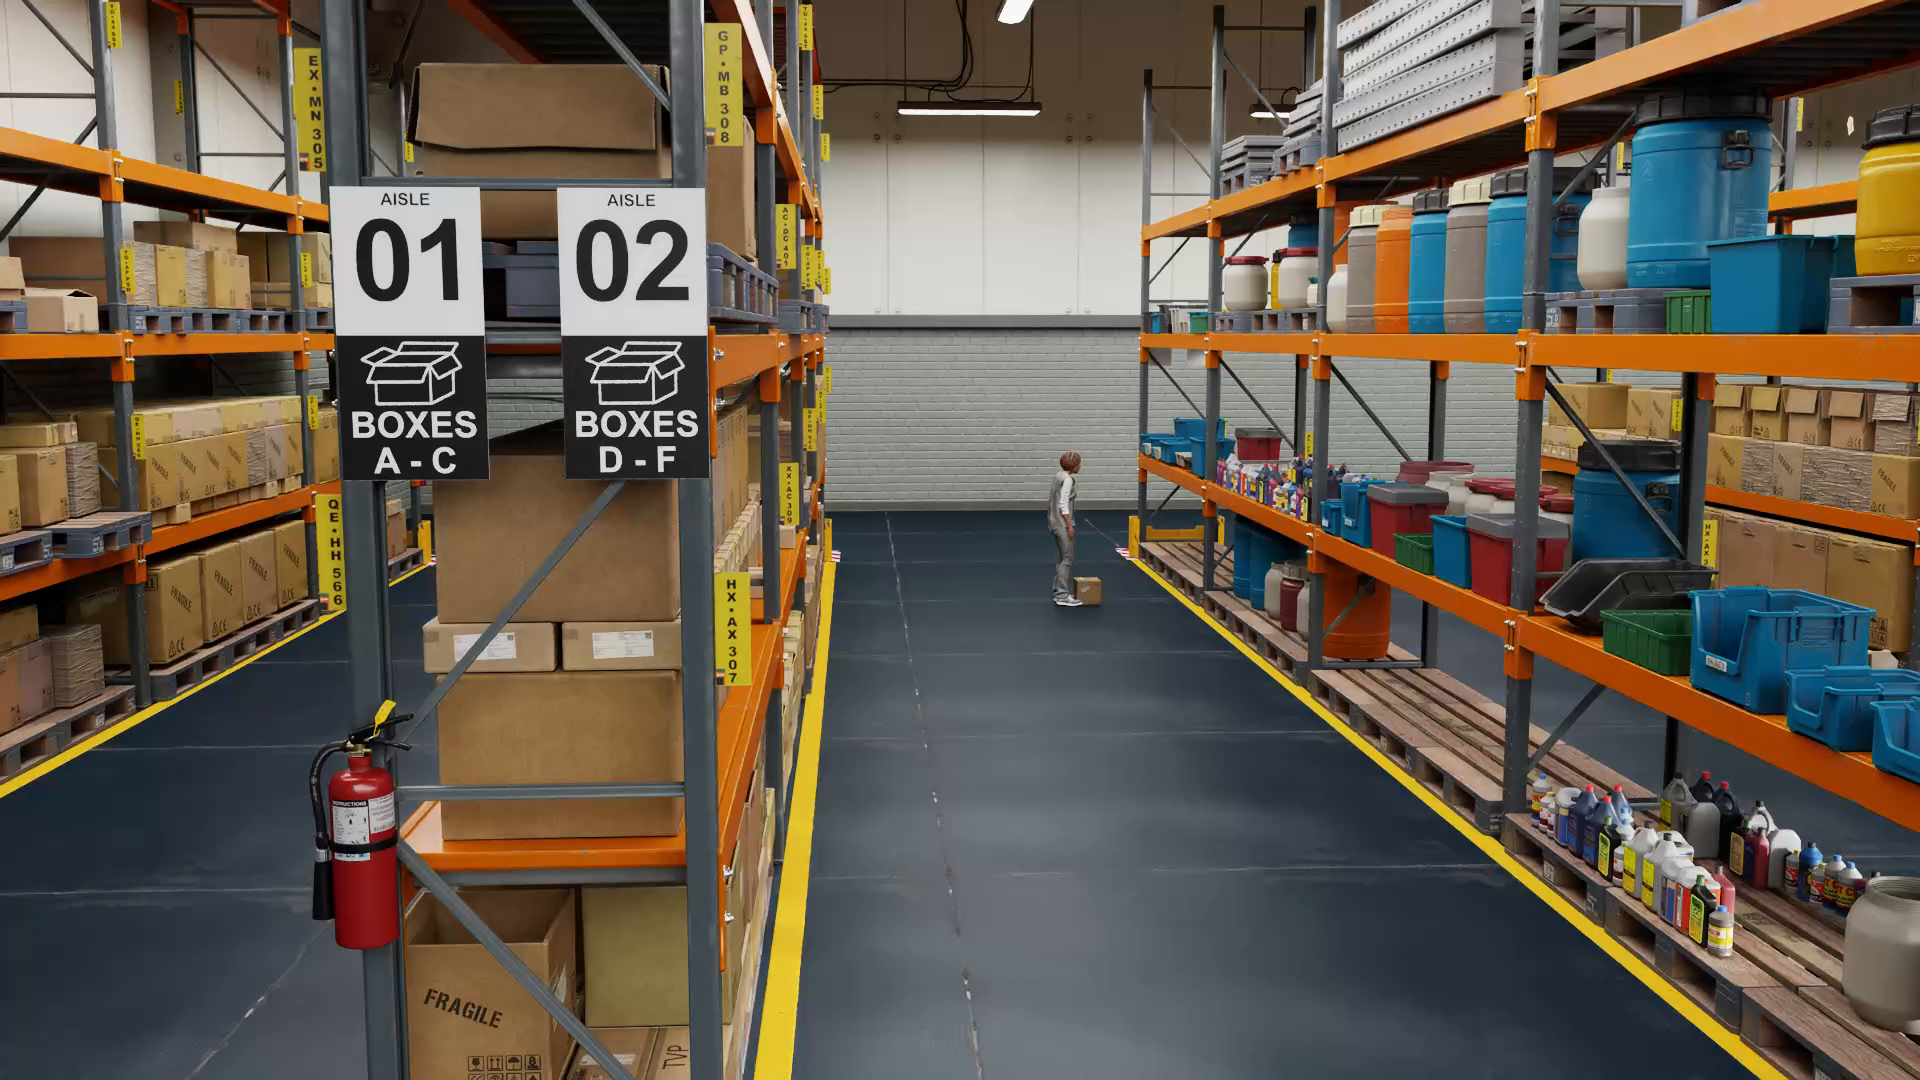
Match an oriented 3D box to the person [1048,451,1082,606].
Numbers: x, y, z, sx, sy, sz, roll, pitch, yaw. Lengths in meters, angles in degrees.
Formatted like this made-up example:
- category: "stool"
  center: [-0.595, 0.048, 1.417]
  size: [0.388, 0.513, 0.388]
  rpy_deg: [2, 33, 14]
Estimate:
- category: "person"
  center: [1.091, -0.128, 17.335]
  size: [0.343, 1.593, 0.462]
  rpy_deg: [0, 7, -3]
